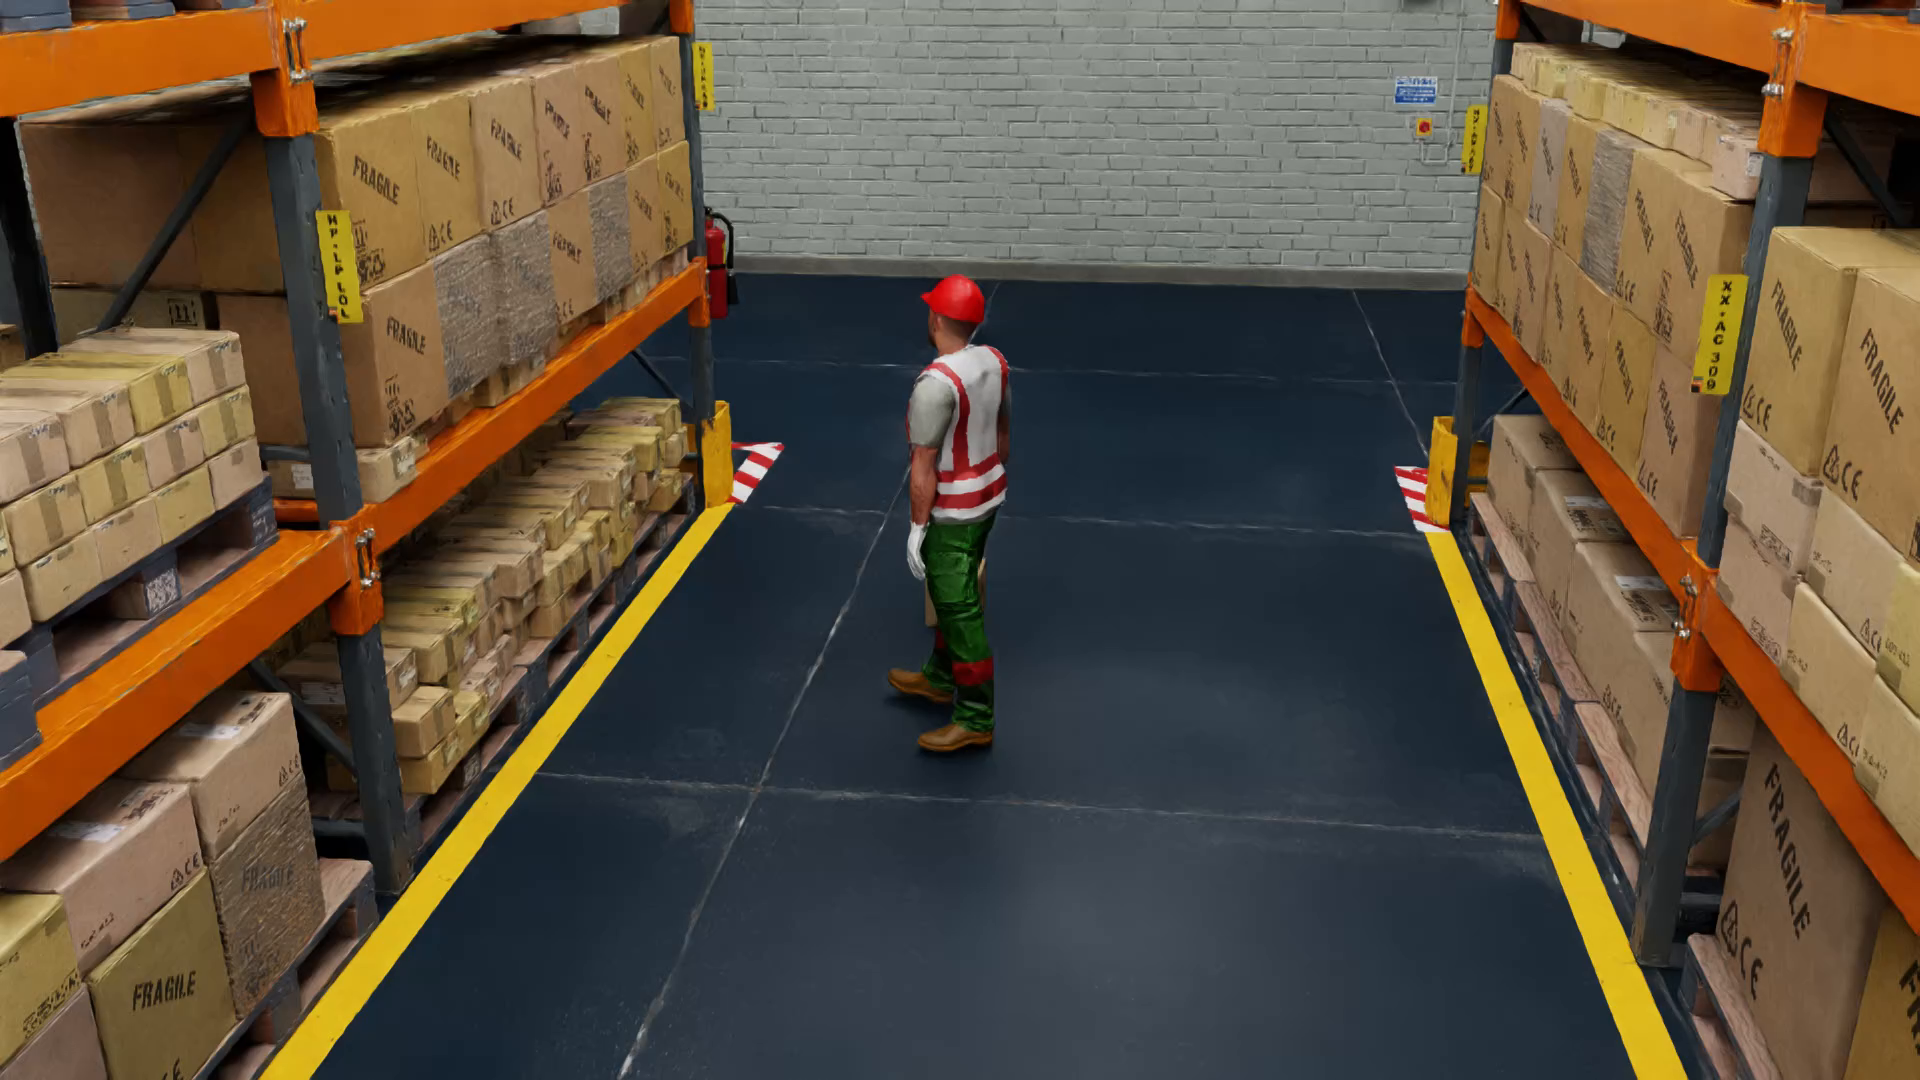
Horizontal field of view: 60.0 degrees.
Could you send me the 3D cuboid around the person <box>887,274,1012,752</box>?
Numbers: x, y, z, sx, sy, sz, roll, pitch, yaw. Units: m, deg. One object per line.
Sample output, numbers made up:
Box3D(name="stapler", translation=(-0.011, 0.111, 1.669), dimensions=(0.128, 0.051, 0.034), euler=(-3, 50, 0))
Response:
Box3D(name="person", translation=(-0.076, -0.137, 6.341), dimensions=(0.607, 1.785, 0.757), euler=(11, 23, 26))
